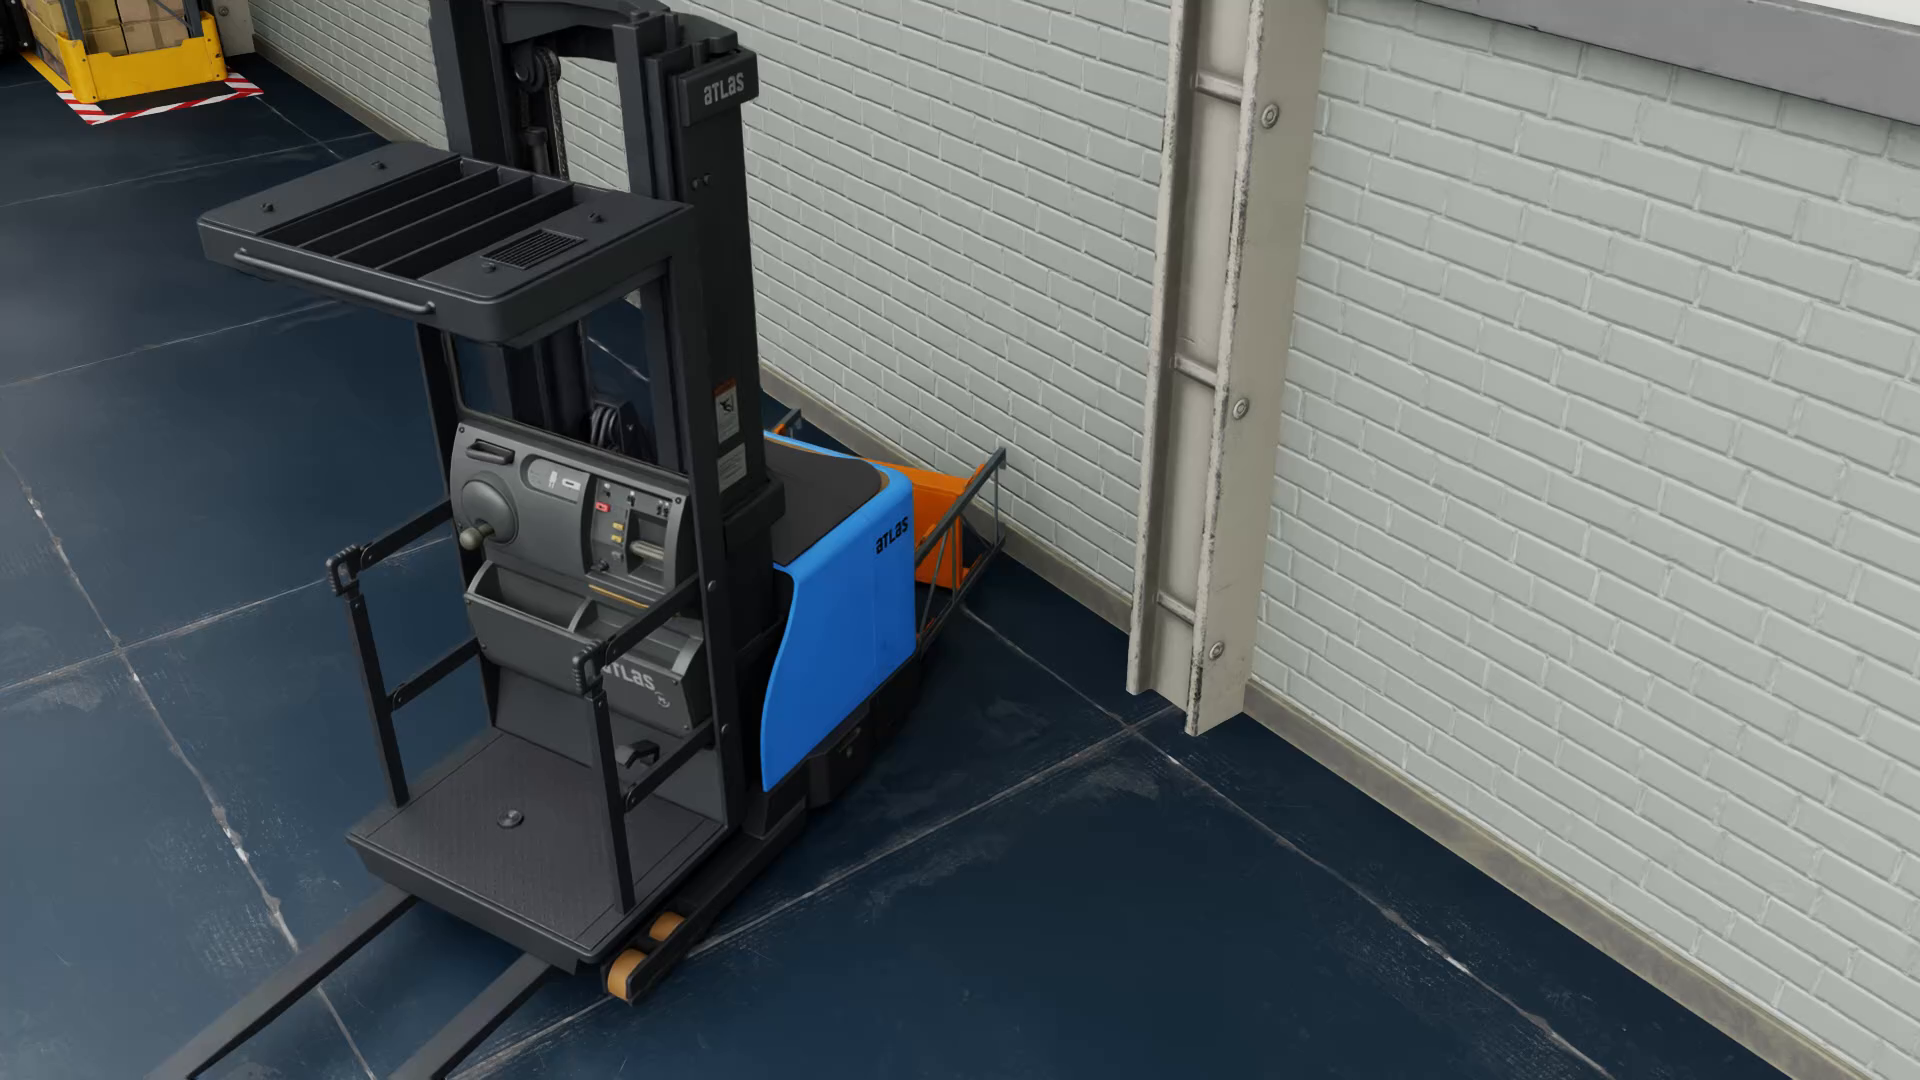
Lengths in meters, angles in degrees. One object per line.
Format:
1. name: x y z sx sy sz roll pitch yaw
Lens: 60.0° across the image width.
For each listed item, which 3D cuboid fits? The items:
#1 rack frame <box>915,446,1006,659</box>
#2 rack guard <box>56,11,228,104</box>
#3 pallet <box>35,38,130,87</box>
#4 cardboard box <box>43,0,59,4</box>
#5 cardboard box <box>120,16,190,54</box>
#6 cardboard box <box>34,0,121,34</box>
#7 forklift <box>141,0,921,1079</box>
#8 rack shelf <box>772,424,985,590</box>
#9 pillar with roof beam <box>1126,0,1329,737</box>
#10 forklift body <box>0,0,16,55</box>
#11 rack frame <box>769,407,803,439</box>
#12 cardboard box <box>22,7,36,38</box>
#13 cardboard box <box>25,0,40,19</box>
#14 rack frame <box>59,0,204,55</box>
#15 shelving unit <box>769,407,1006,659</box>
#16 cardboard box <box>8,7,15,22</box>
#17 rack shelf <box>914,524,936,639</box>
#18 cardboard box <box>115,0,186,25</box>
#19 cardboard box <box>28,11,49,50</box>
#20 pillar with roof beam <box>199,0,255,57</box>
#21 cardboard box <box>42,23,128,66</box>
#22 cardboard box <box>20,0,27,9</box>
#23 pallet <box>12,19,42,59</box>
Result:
1. rack frame: -0.025 0.079 7.056 0.032 0.500 1.125 12 35 19
2. rack guard: -6.714 -3.982 13.688 1.175 0.500 0.348 -22 38 -31
3. pallet: -7.231 -4.175 14.271 1.003 0.211 1.213 -22 38 -31
4. cardboard box: -7.258 -4.580 13.542 0.500 0.250 0.500 -21 37 -30
5. cardboard box: -6.876 -4.332 14.090 0.500 0.250 0.500 -22 38 -31
6. cardboard box: -7.274 -4.378 13.691 0.500 0.250 0.500 -23 38 -32
7. forklift: -1.338 -0.038 5.033 1.130 2.935 3.031 17 36 26
8. rack shelf: -0.400 -0.144 7.414 1.000 0.538 0.278 12 35 19
9. pillar with roof beam: -2.486 -1.790 2.103 9.100 9.000 0.400 -22 38 -31
10. forklift body: -9.333 -4.893 13.590 2.313 2.155 1.214 -22 38 -31
11. rack frame: -0.963 -0.123 7.391 0.032 0.500 1.125 12 35 19
12. cardboard box: -7.864 -4.580 14.489 0.500 0.250 0.500 -22 38 -31
13. cardboard box: -7.573 -4.591 14.033 0.500 0.250 0.500 -23 38 -32
14. rack frame: -6.729 -5.054 13.044 1.000 3.000 0.127 -22 38 -31
15. shelving unit: -0.494 -0.022 7.224 1.048 0.538 1.125 12 35 19
16. cardboard box: -8.200 -4.789 14.826 0.500 0.250 0.500 -21 38 -30
17. rack shelf: -0.607 0.124 6.996 1.000 0.538 0.278 12 35 19
18. cardboard box: -6.853 -4.540 13.951 0.500 0.250 0.500 -21 38 -31
19. cardboard box: -7.564 -4.368 14.148 0.500 0.250 0.500 -22 38 -31
20. pillar with roof beam: -9.845 -6.791 10.156 9.100 9.000 0.400 -22 38 -31
21. cardboard box: -7.267 -4.158 13.810 0.500 0.250 0.500 -22 38 -31
22. cardboard box: -7.907 -4.799 14.368 0.500 0.250 0.500 -23 39 -32
23. pallet: -7.975 -4.683 15.089 1.003 0.211 1.213 -22 38 -31
